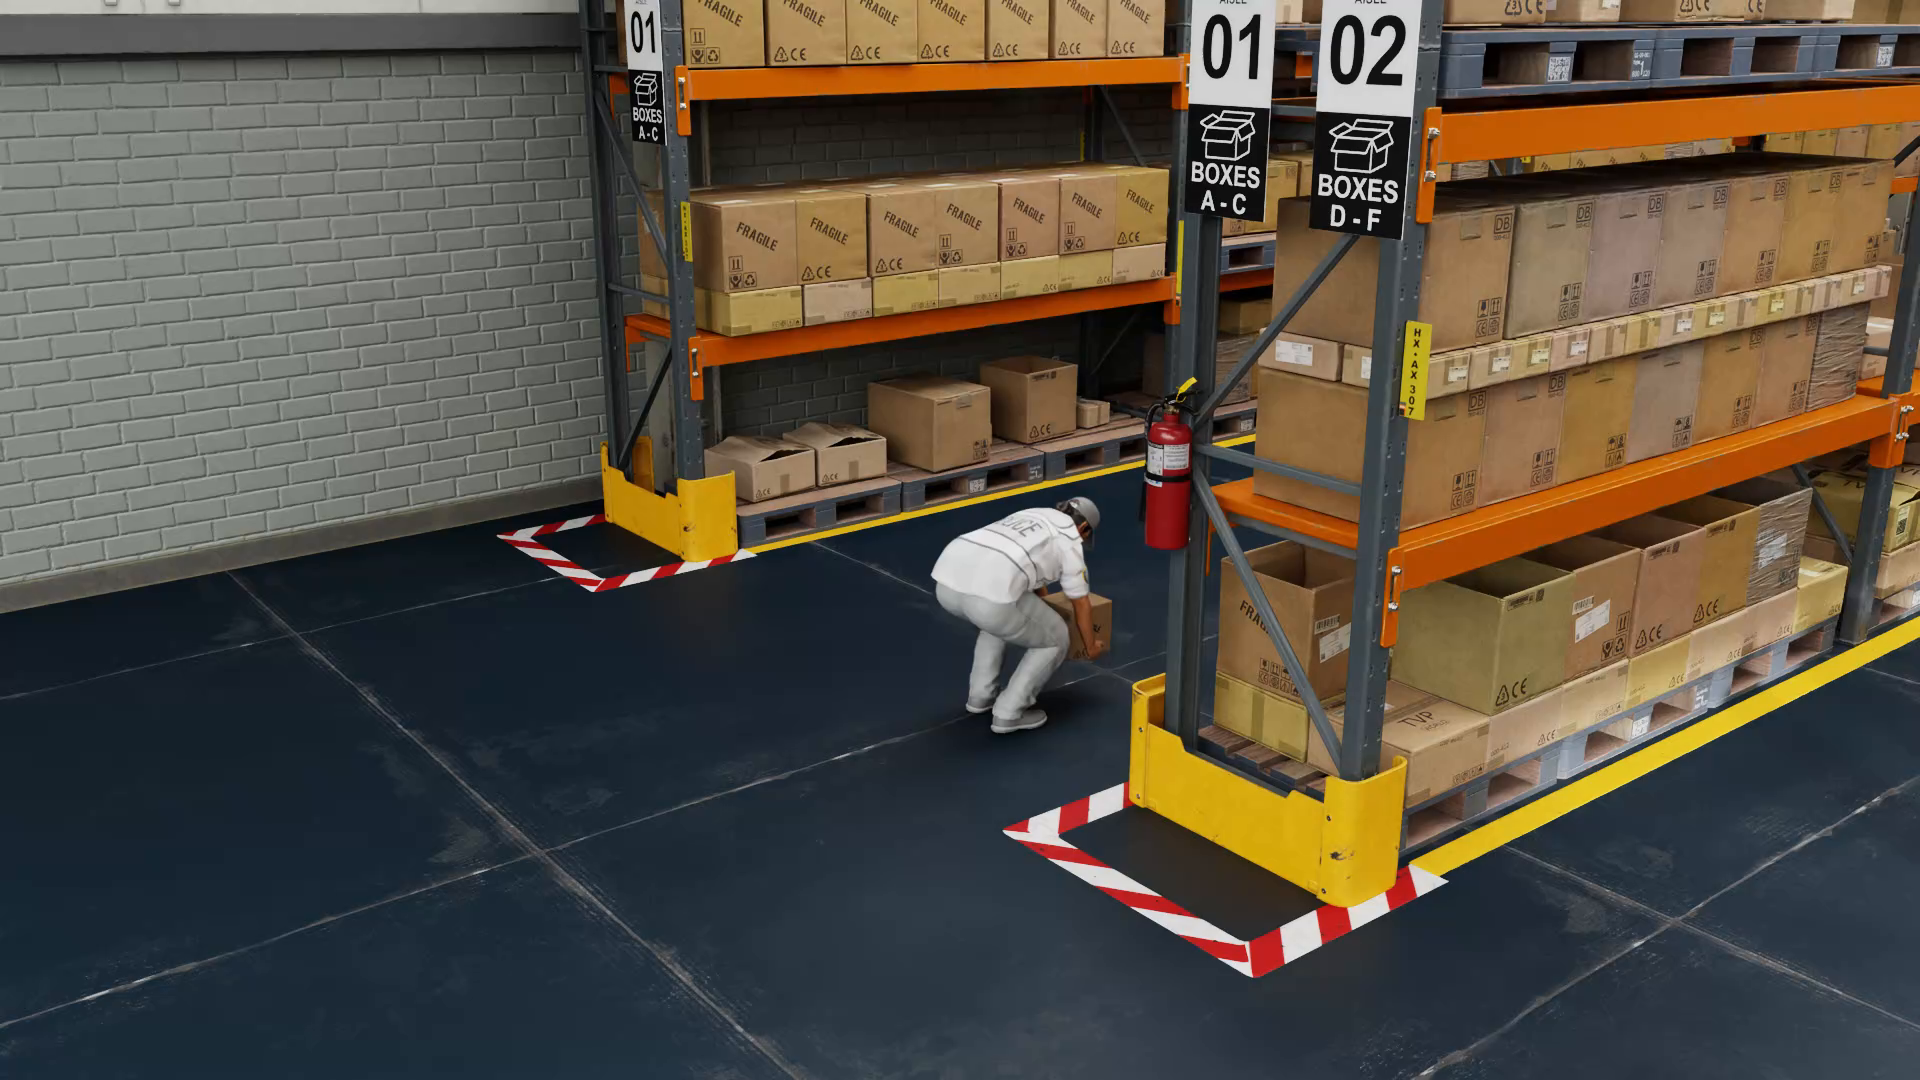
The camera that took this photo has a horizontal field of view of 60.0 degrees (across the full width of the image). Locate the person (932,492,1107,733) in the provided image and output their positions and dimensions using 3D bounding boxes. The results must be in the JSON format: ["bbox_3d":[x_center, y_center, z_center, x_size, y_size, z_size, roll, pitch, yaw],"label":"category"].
[{"bbox_3d":[0.301,0.323,7.658,0.937,0.987,0.458,-15,23,-39],"label":"person"}]
